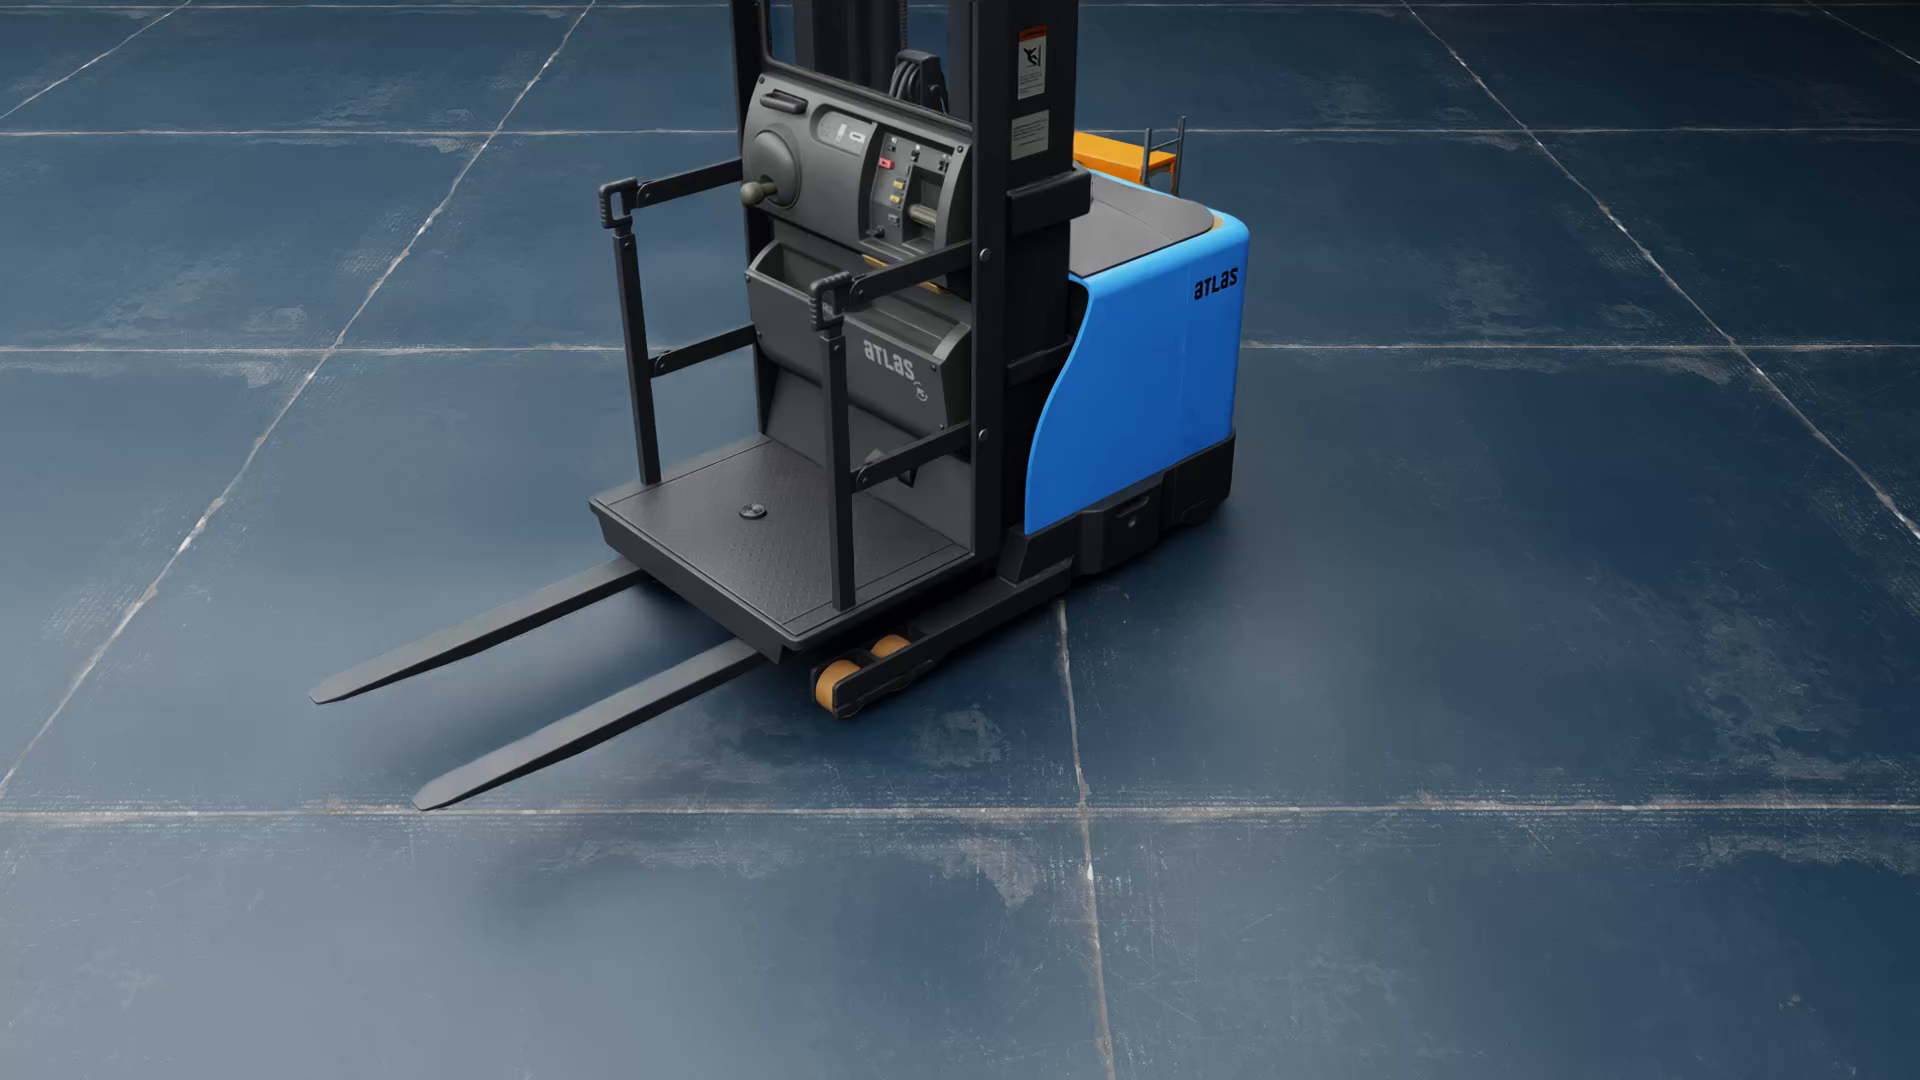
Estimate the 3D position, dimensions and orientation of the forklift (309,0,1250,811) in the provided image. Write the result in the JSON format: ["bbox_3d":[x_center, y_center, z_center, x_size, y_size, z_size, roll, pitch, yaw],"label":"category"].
[{"bbox_3d":[-0.469,-1.037,4.634,3.031,2.935,1.130,-25,39,-35],"label":"forklift"}]

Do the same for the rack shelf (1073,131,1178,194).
[{"bbox_3d":[0.528,-1.366,6.074,0.480,0.148,0.258,23,35,33],"label":"rack shelf"}]

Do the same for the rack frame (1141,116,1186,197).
[{"bbox_3d":[0.703,-0.942,6.132,0.015,1.200,0.240,23,35,33],"label":"rack frame"}]

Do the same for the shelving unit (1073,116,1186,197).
[{"bbox_3d":[0.514,-1.021,6.264,0.503,1.200,0.258,23,35,33],"label":"shelving unit"}]
